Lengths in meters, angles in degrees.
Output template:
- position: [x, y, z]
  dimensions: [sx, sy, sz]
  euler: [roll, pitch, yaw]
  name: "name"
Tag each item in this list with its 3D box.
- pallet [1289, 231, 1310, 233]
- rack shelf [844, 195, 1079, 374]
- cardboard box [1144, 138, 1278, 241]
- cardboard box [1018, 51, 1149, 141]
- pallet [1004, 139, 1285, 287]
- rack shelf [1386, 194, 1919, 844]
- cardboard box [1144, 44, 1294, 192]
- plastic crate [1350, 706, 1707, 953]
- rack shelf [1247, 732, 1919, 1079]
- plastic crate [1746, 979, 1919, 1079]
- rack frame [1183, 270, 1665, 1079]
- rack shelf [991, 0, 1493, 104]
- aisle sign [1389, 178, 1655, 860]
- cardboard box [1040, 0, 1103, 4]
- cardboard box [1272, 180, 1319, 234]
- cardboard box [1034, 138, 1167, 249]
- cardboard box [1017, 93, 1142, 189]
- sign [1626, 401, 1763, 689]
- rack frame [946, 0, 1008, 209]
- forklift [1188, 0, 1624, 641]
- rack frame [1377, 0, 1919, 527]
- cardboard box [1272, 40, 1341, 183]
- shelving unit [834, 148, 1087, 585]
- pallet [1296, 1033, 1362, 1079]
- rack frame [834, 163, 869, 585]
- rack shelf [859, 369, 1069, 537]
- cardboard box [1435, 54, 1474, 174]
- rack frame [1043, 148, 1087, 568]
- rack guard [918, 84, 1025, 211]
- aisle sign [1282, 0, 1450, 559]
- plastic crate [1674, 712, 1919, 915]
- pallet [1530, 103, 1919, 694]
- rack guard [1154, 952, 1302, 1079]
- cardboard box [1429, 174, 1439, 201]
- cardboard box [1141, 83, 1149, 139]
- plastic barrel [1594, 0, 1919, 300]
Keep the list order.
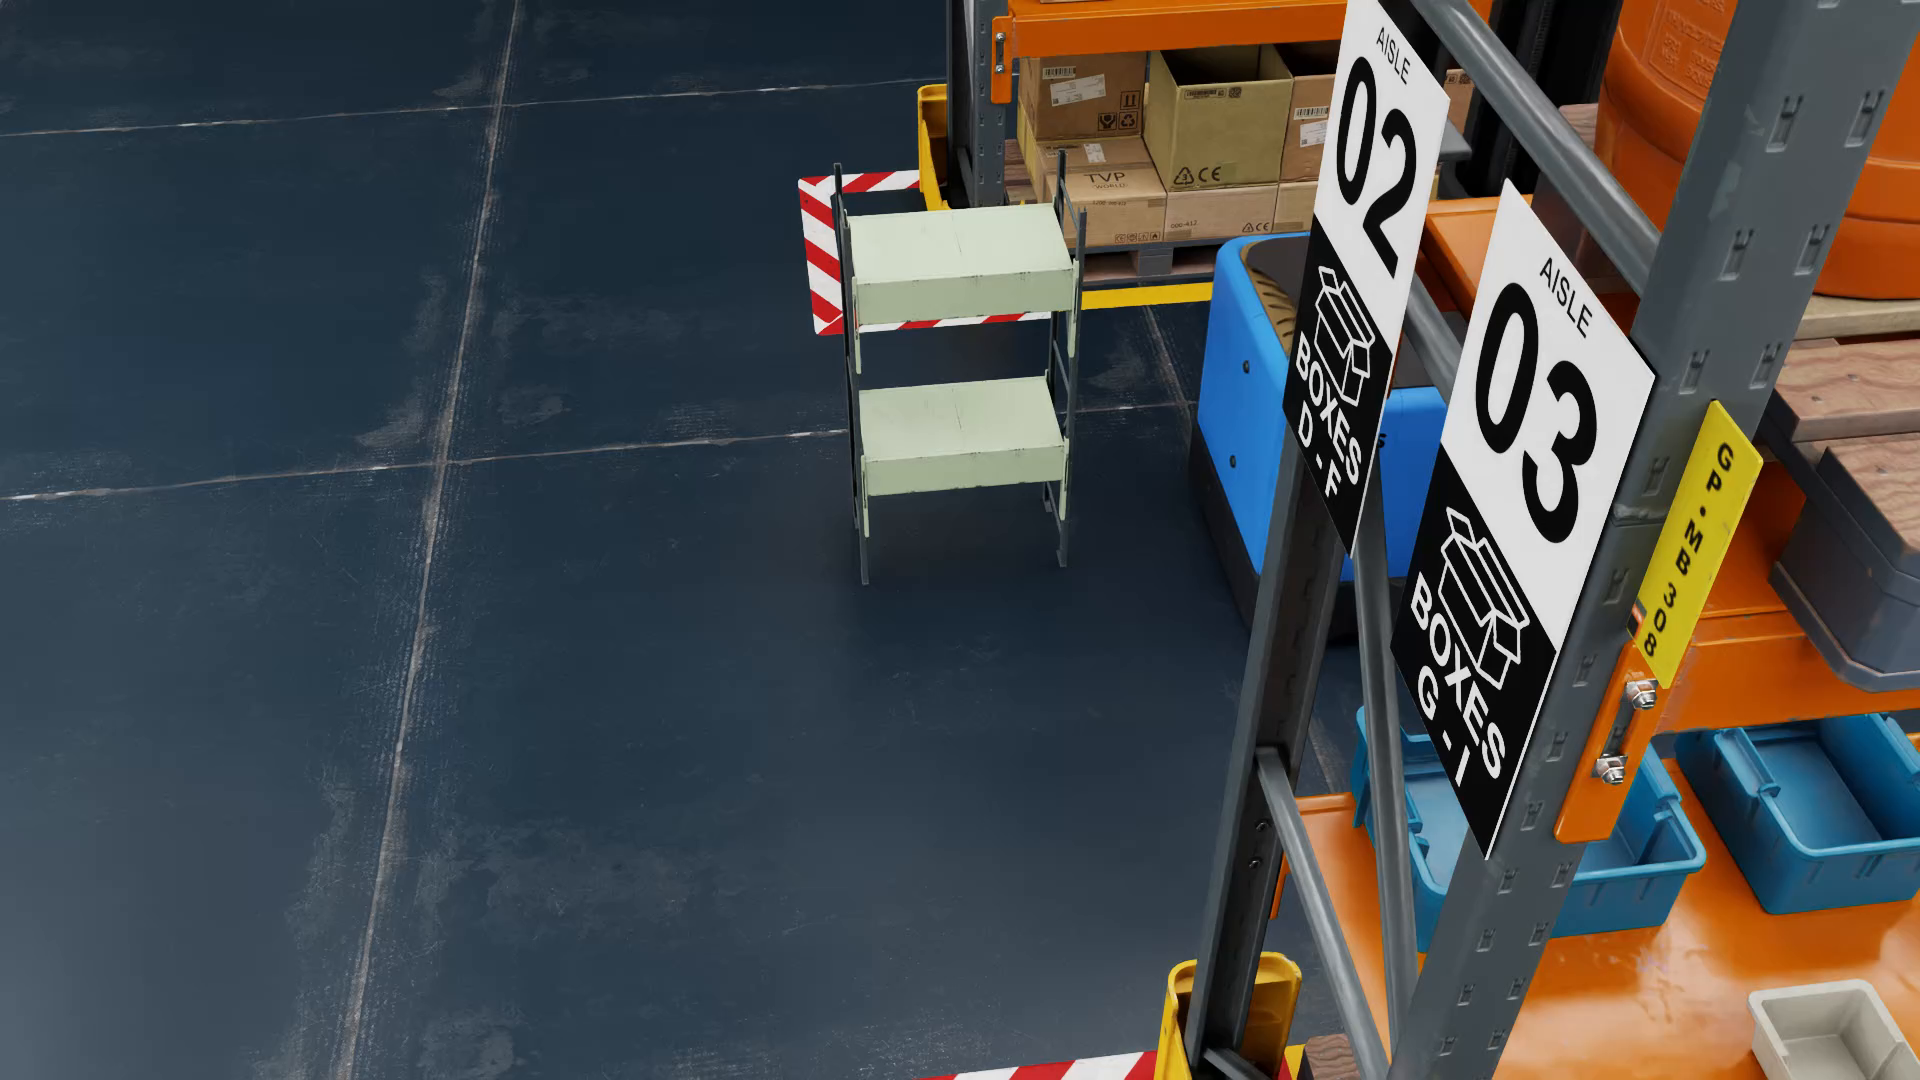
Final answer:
- position: [2.023, -1.690, 7.966]
  dimensions: [1.213, 0.211, 1.003]
  euler: [-5, 42, -6]
  name: "pallet"
- position: [-0.007, -0.846, 5.486]
  dimensions: [0.720, 0.370, 0.431]
  euler: [-5, 42, -6]
  name: "rack shelf"
- position: [1.119, -1.607, 7.531]
  dimensions: [0.500, 0.250, 0.500]
  euler: [-5, 42, -6]
  name: "cardboard box"
- position: [0.556, -2.185, 7.612]
  dimensions: [0.500, 0.500, 0.500]
  euler: [-5, 42, -6]
  name: "cardboard box"
- position: [0.815, -1.586, 7.851]
  dimensions: [1.213, 0.211, 1.003]
  euler: [-5, 42, -6]
  name: "pallet"
- position: [2.684, -0.258, 2.594]
  dimensions: [4.000, 0.370, 1.077]
  euler: [-5, 42, -6]
  name: "rack shelf"
- position: [1.119, -1.884, 7.279]
  dimensions: [0.500, 0.500, 0.500]
  euler: [-5, 42, -6]
  name: "cardboard box"
- position: [1.159, 0.576, 3.483]
  dimensions: [0.616, 0.251, 0.499]
  euler: [-5, 42, -6]
  name: "plastic crate"
- position: [2.684, 0.856, 3.598]
  dimensions: [4.000, 0.370, 1.077]
  euler: [-5, 42, -6]
  name: "rack shelf"
- position: [1.630, 0.997, 3.102]
  dimensions: [0.250, 0.136, 0.298]
  euler: [-5, 42, -6]
  name: "plastic crate"
- position: [0.701, 0.763, 3.165]
  dimensions: [0.127, 3.000, 1.000]
  euler: [-5, 42, -6]
  name: "rack frame"
- position: [2.046, -2.434, 7.246]
  dimensions: [4.000, 0.370, 1.077]
  euler: [-5, 42, -6]
  name: "rack shelf"
- position: [0.668, -0.002, 2.071]
  dimensions: [0.004, 0.787, 0.394]
  euler: [-5, 42, -6]
  name: "aisle sign"
- position: [0.527, -2.596, 6.814]
  dimensions: [0.500, 0.500, 0.700]
  euler: [-5, 42, -6]
  name: "cardboard box"
- position: [1.614, -1.650, 7.579]
  dimensions: [0.500, 0.250, 0.500]
  euler: [-5, 42, -6]
  name: "cardboard box"
- position: [0.623, -1.561, 7.480]
  dimensions: [0.500, 0.250, 0.500]
  euler: [-5, 42, -6]
  name: "cardboard box"
- position: [0.556, -1.905, 7.862]
  dimensions: [0.500, 0.250, 0.500]
  euler: [-5, 42, -6]
  name: "cardboard box"
- position: [0.768, 0.011, 1.752]
  dimensions: [0.005, 0.325, 0.100]
  euler: [-5, 42, -6]
  name: "sign"
- position: [0.063, -2.527, 6.812]
  dimensions: [0.127, 3.000, 1.000]
  euler: [-5, 42, -6]
  name: "rack frame"
- position: [2.441, -1.160, 5.348]
  dimensions: [3.031, 2.935, 1.130]
  euler: [-5, 42, -6]
  name: "forklift"
- position: [0.701, -1.465, 1.155]
  dimensions: [0.127, 3.000, 1.000]
  euler: [-5, 42, -6]
  name: "rack frame"
- position: [1.613, -1.936, 7.336]
  dimensions: [0.500, 0.500, 0.500]
  euler: [-5, 42, -6]
  name: "cardboard box"
- position: [-0.007, -0.556, 5.747]
  dimensions: [0.755, 1.500, 0.431]
  euler: [-5, 42, -6]
  name: "shelving unit"
- position: [1.577, 1.693, 4.215]
  dimensions: [1.213, 0.211, 1.003]
  euler: [-5, 42, -6]
  name: "pallet"
- position: [-0.370, -0.525, 5.712]
  dimensions: [0.023, 1.500, 0.400]
  euler: [-5, 42, -6]
  name: "rack frame"
- position: [-0.007, -0.314, 5.965]
  dimensions: [0.720, 0.370, 0.431]
  euler: [-5, 42, -6]
  name: "rack shelf"
- position: [2.111, -1.968, 7.372]
  dimensions: [0.500, 0.500, 0.500]
  euler: [-5, 42, -6]
  name: "cardboard box"
- position: [0.356, -0.588, 5.782]
  dimensions: [0.023, 1.500, 0.400]
  euler: [-5, 42, -6]
  name: "rack frame"
- position: [0.039, -1.597, 7.647]
  dimensions: [0.348, 0.500, 1.175]
  euler: [-5, 42, -6]
  name: "rack guard"
- position: [0.591, -0.394, 2.506]
  dimensions: [0.004, 0.787, 0.394]
  euler: [-5, 42, -6]
  name: "aisle sign"
- position: [1.803, 0.523, 3.541]
  dimensions: [0.408, 0.251, 0.499]
  euler: [-5, 42, -6]
  name: "plastic crate"
- position: [1.534, -0.288, 2.231]
  dimensions: [1.213, 0.211, 1.003]
  euler: [-5, 42, -6]
  name: "pallet"
- position: [0.770, 1.653, 4.044]
  dimensions: [0.348, 0.500, 1.175]
  euler: [-5, 42, -6]
  name: "rack guard"
- position: [2.111, -1.690, 7.624]
  dimensions: [0.500, 0.250, 0.500]
  euler: [-5, 42, -6]
  name: "cardboard box"
- position: [1.050, -1.956, 7.919]
  dimensions: [0.500, 0.250, 0.500]
  euler: [-5, 42, -6]
  name: "cardboard box"
- position: [1.167, -0.793, 2.016]
  dimensions: [0.708, 0.830, 0.600]
  euler: [-5, 42, -6]
  name: "plastic barrel"
